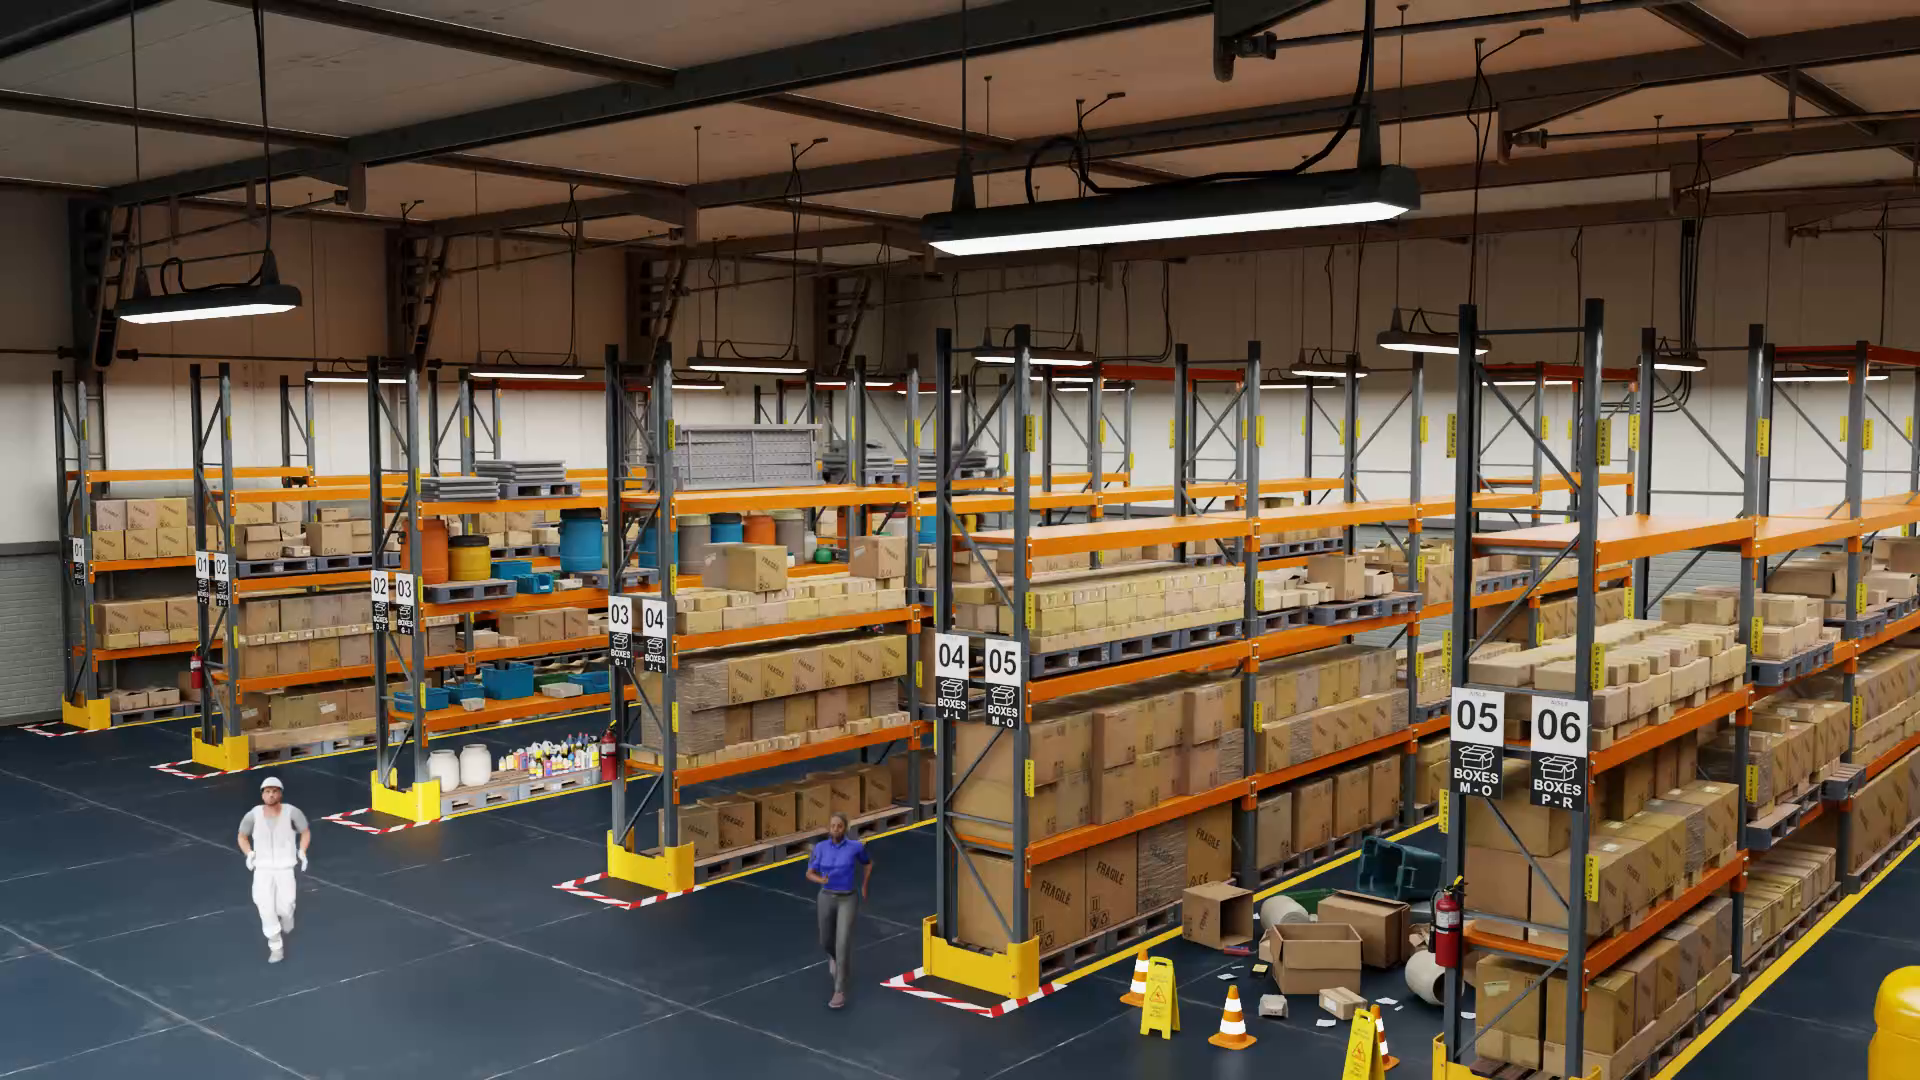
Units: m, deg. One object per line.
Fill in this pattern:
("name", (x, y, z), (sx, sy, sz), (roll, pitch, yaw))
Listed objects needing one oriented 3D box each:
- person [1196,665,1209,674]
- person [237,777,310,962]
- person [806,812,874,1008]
("person", (3.537, 2.580, 24.323), (0.582, 1.726, 0.775), (3, 5, 37))
("person", (-6.616, 3.144, 16.035), (0.656, 1.745, 0.580), (-1, 4, -17))
("person", (-1.085, 3.250, 14.904), (0.581, 1.635, 0.929), (0, 4, 6))
